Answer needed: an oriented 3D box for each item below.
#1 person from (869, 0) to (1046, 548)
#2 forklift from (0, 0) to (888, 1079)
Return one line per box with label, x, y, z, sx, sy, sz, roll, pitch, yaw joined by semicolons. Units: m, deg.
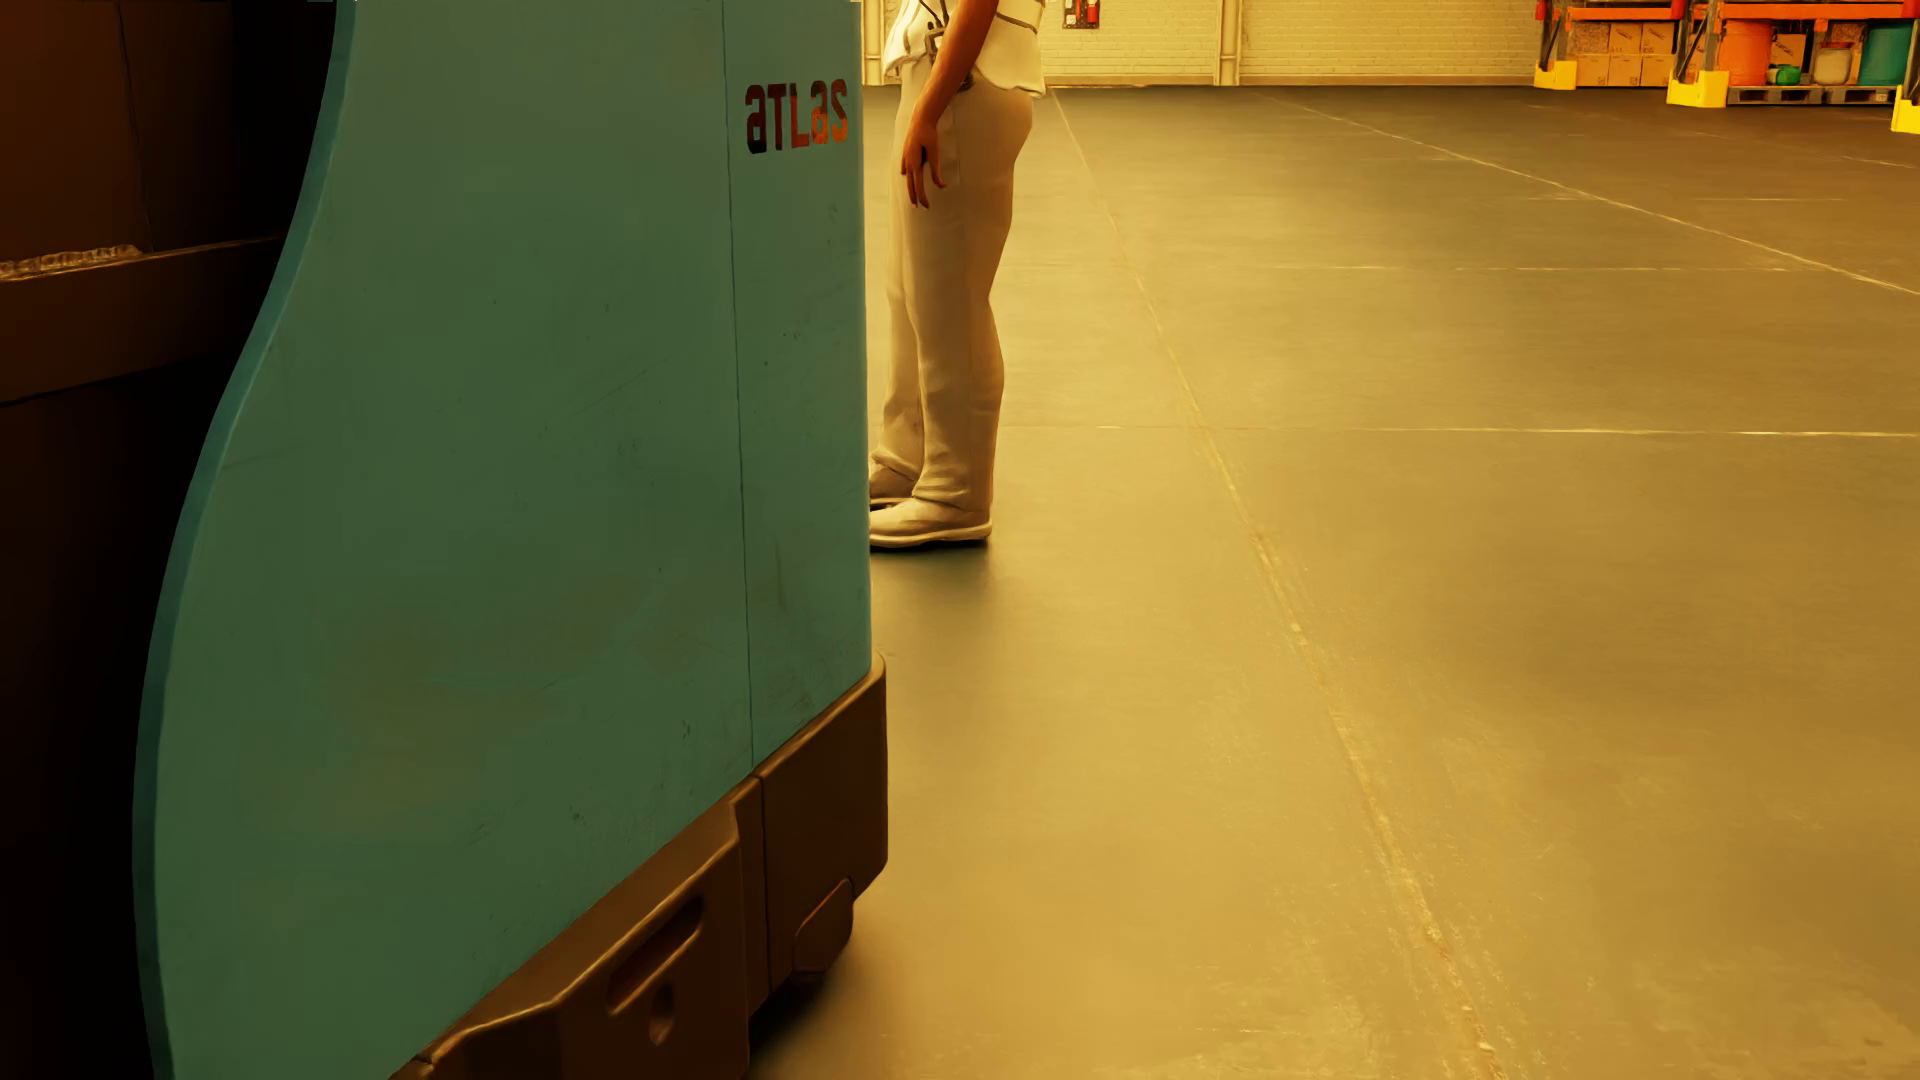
person;-0.074;-0.823;3.139;0.530;1.695;0.570;1;17;2
forklift;-1.092;-0.618;0.419;1.130;2.935;3.031;7;18;20
